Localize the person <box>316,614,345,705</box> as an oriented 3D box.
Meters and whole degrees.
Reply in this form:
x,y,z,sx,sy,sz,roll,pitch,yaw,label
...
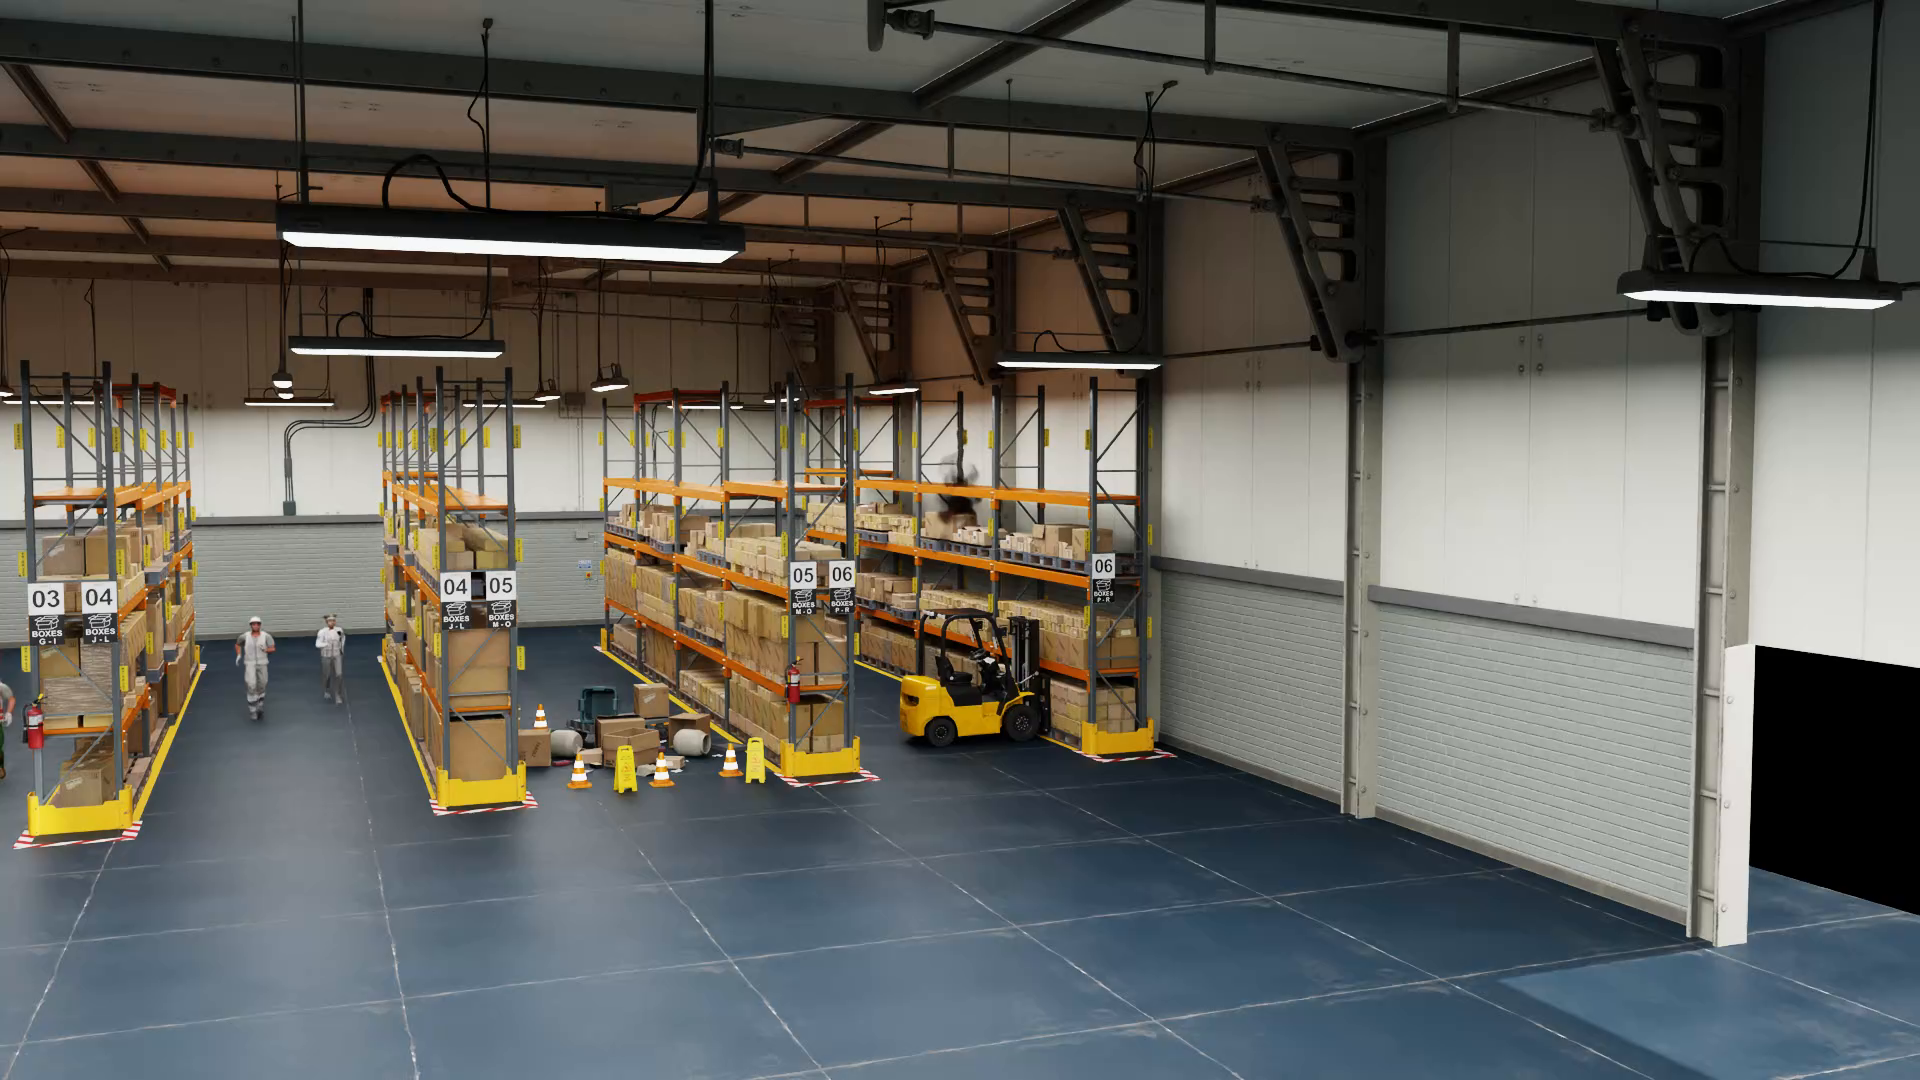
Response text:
x,y,z,sx,sy,sz,roll,pitch,yaw,label
-11.976,2.253,31.679,0.557,1.737,0.810,-2,4,-27,person

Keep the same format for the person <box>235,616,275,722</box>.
x,y,z,sx,sy,sz,roll,pitch,yaw,label
-12.683,2.292,29.949,0.649,1.837,0.835,-2,4,-29,person

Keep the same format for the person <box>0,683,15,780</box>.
x,y,z,sx,sy,sz,roll,pitch,yaw,label
-14.113,2.673,24.115,0.661,1.746,0.572,-1,4,-21,person
